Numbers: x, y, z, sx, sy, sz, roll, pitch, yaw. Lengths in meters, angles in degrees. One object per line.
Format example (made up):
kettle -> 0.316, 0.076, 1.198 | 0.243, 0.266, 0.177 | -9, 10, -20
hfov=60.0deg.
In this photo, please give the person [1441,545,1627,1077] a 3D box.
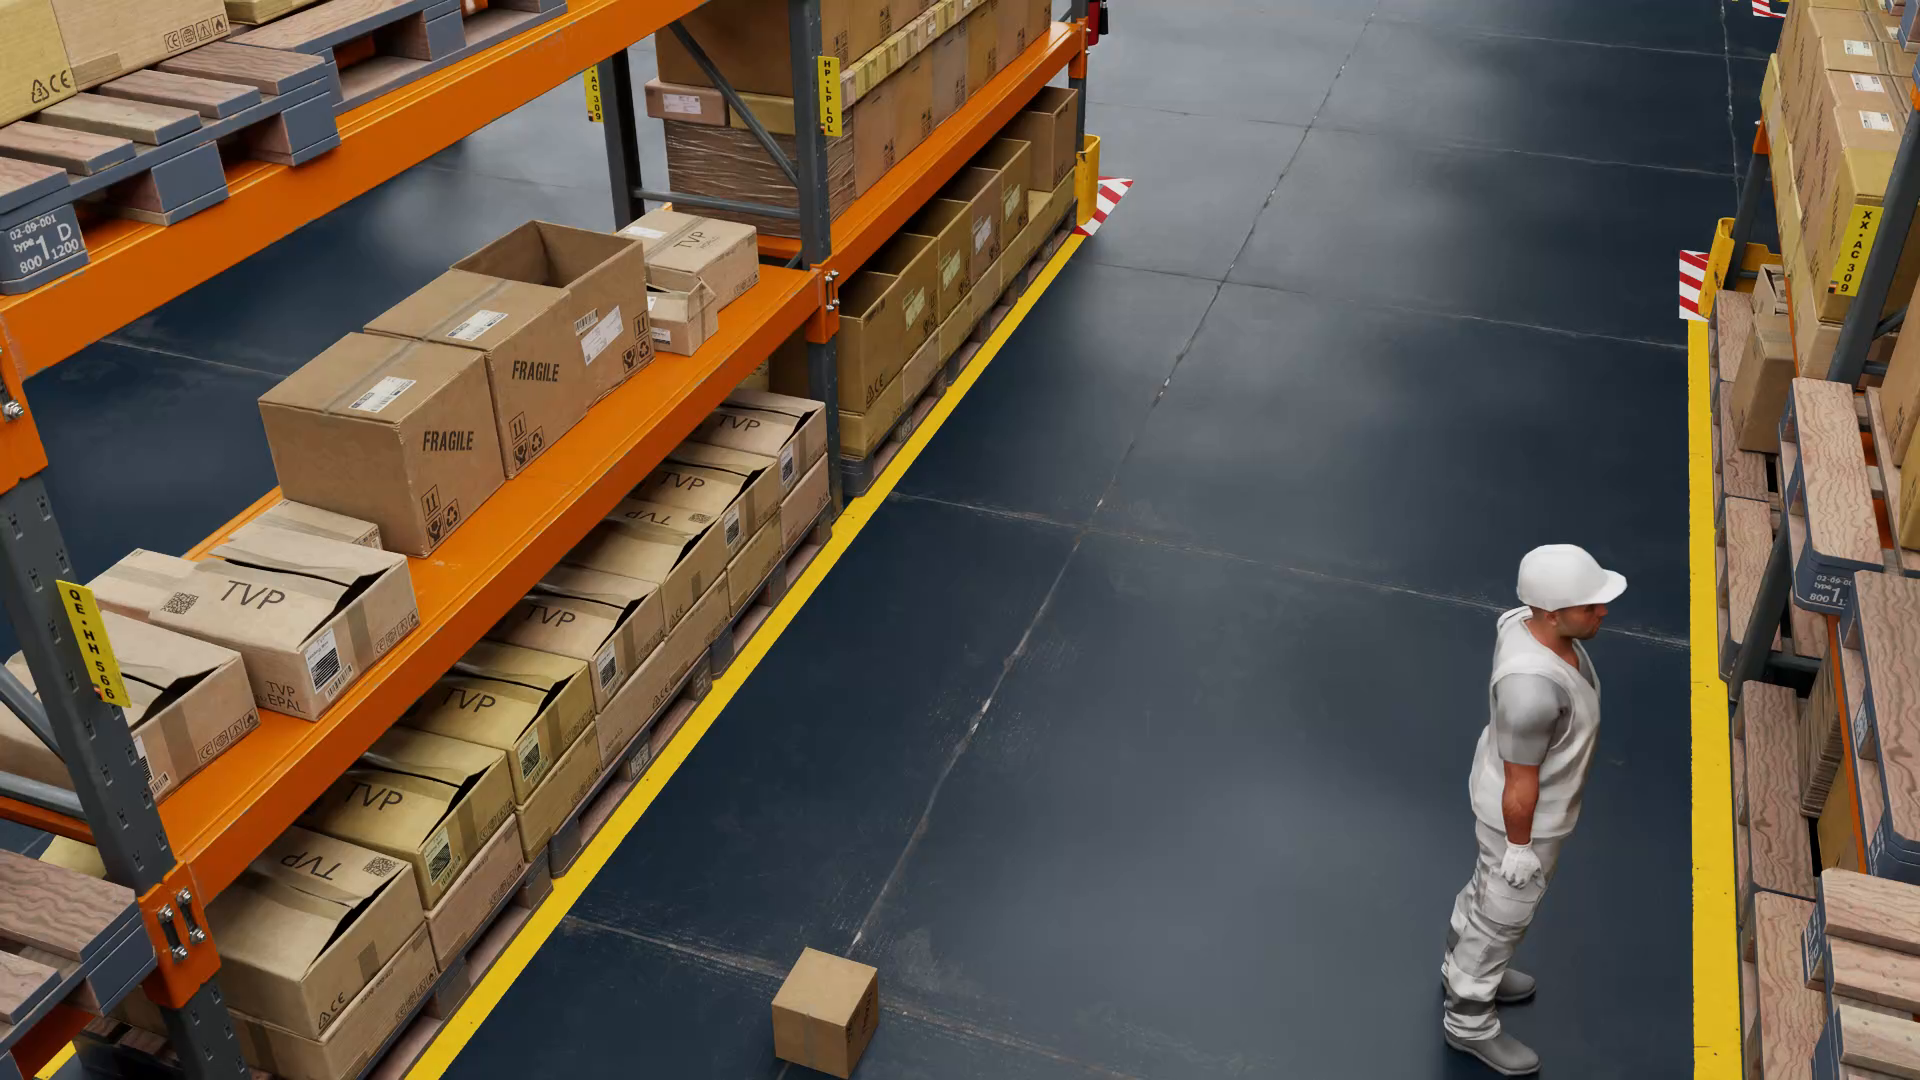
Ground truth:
person -> 1.678, 0.786, 4.903 | 0.386, 1.794, 0.526 | 9, 34, 14
